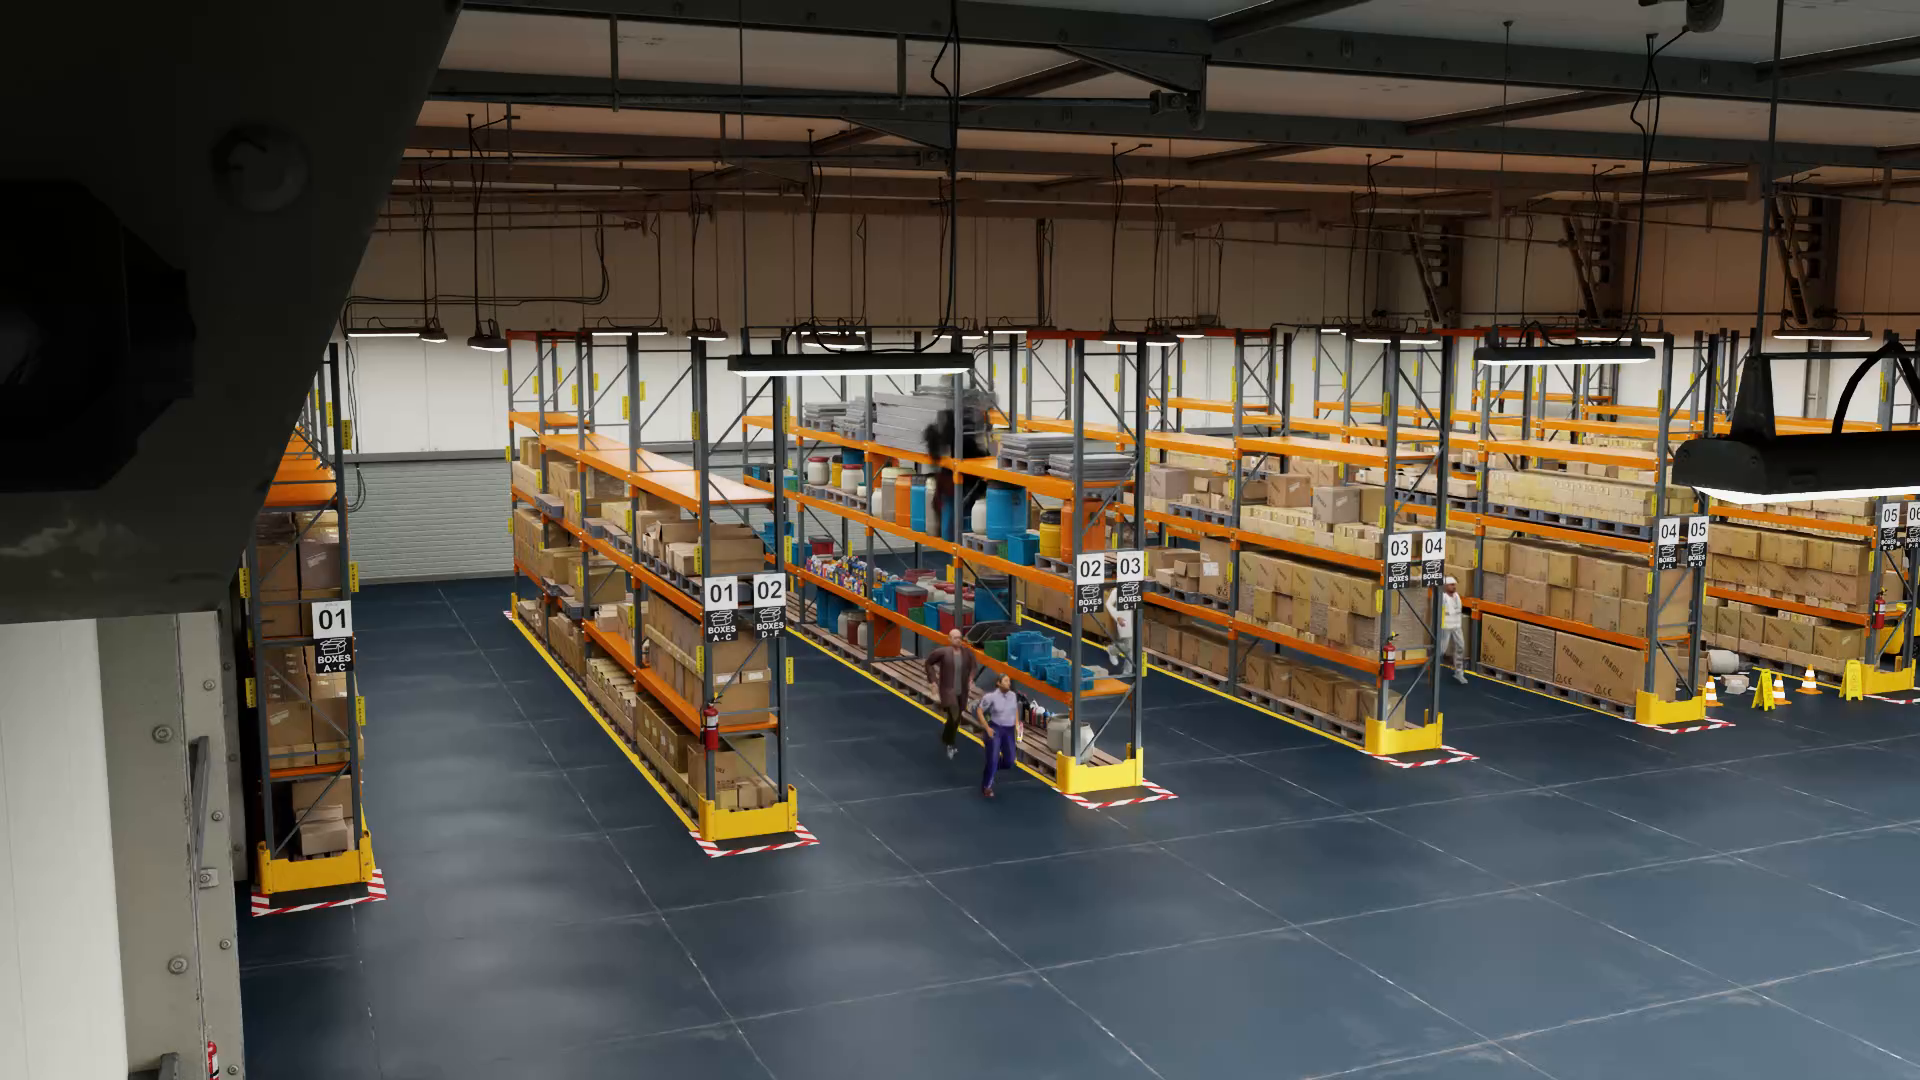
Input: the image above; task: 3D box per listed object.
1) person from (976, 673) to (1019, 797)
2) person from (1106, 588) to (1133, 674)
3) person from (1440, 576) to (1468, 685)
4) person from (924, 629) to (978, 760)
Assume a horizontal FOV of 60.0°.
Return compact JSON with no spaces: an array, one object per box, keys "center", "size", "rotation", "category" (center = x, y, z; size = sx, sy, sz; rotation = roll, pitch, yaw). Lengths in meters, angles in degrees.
[{"center":[0.532,2.538,21.833],"size":[0.654,1.586,0.532],"rotation":[-4,9,-28],"category":"person"},{"center":[2.785,1.387,27.903],"size":[0.726,1.744,0.702],"rotation":[-6,10,-39],"category":"person"},{"center":[8.430,1.534,28.683],"size":[0.664,1.823,0.824],"rotation":[-4,9,-28],"category":"person"},{"center":[-0.072,2.105,22.687],"size":[0.680,1.807,0.782],"rotation":[-4,9,-25],"category":"person"}]
